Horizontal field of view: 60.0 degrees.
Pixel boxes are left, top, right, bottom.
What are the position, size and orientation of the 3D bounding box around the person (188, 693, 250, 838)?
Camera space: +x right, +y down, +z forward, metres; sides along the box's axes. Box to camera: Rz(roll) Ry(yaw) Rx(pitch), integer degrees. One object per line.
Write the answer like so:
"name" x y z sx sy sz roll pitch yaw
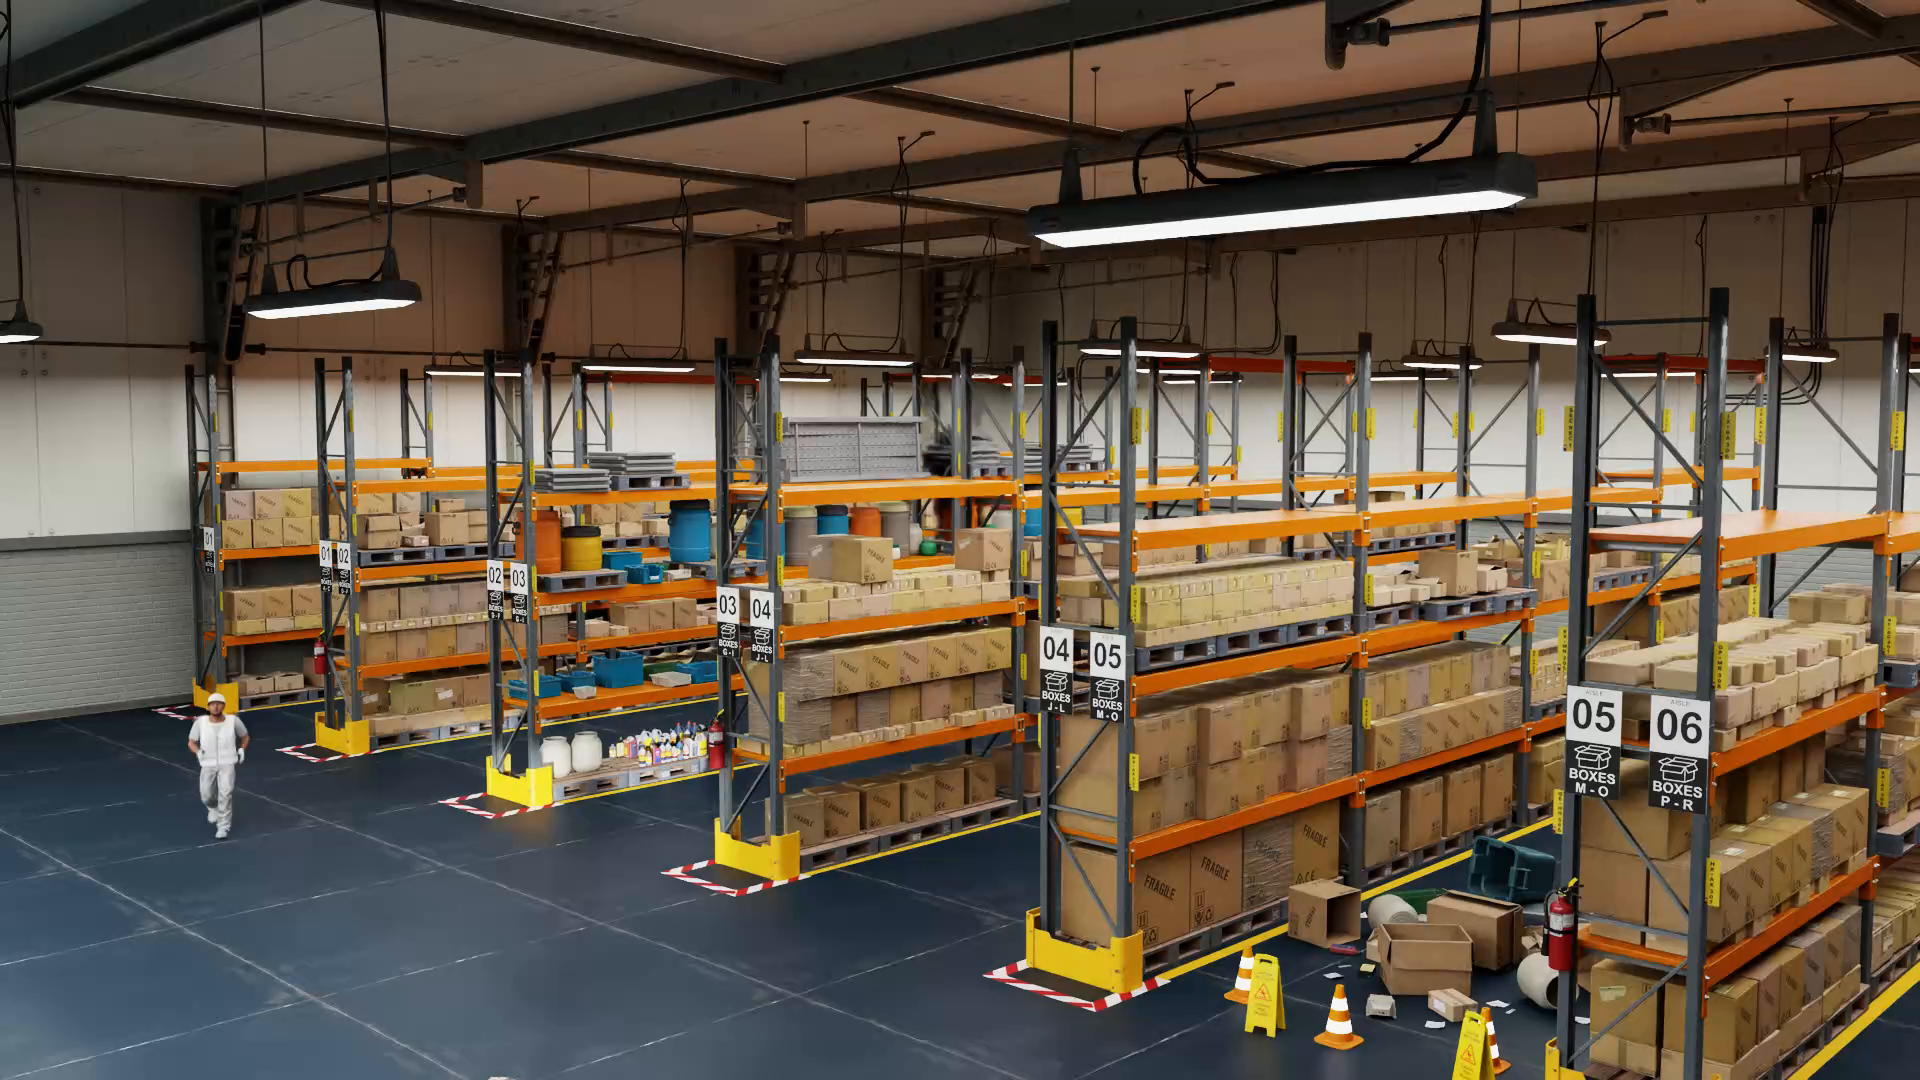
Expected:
"person" -9.062 2.738 20.351 0.689 1.740 0.748 -2 5 -20
